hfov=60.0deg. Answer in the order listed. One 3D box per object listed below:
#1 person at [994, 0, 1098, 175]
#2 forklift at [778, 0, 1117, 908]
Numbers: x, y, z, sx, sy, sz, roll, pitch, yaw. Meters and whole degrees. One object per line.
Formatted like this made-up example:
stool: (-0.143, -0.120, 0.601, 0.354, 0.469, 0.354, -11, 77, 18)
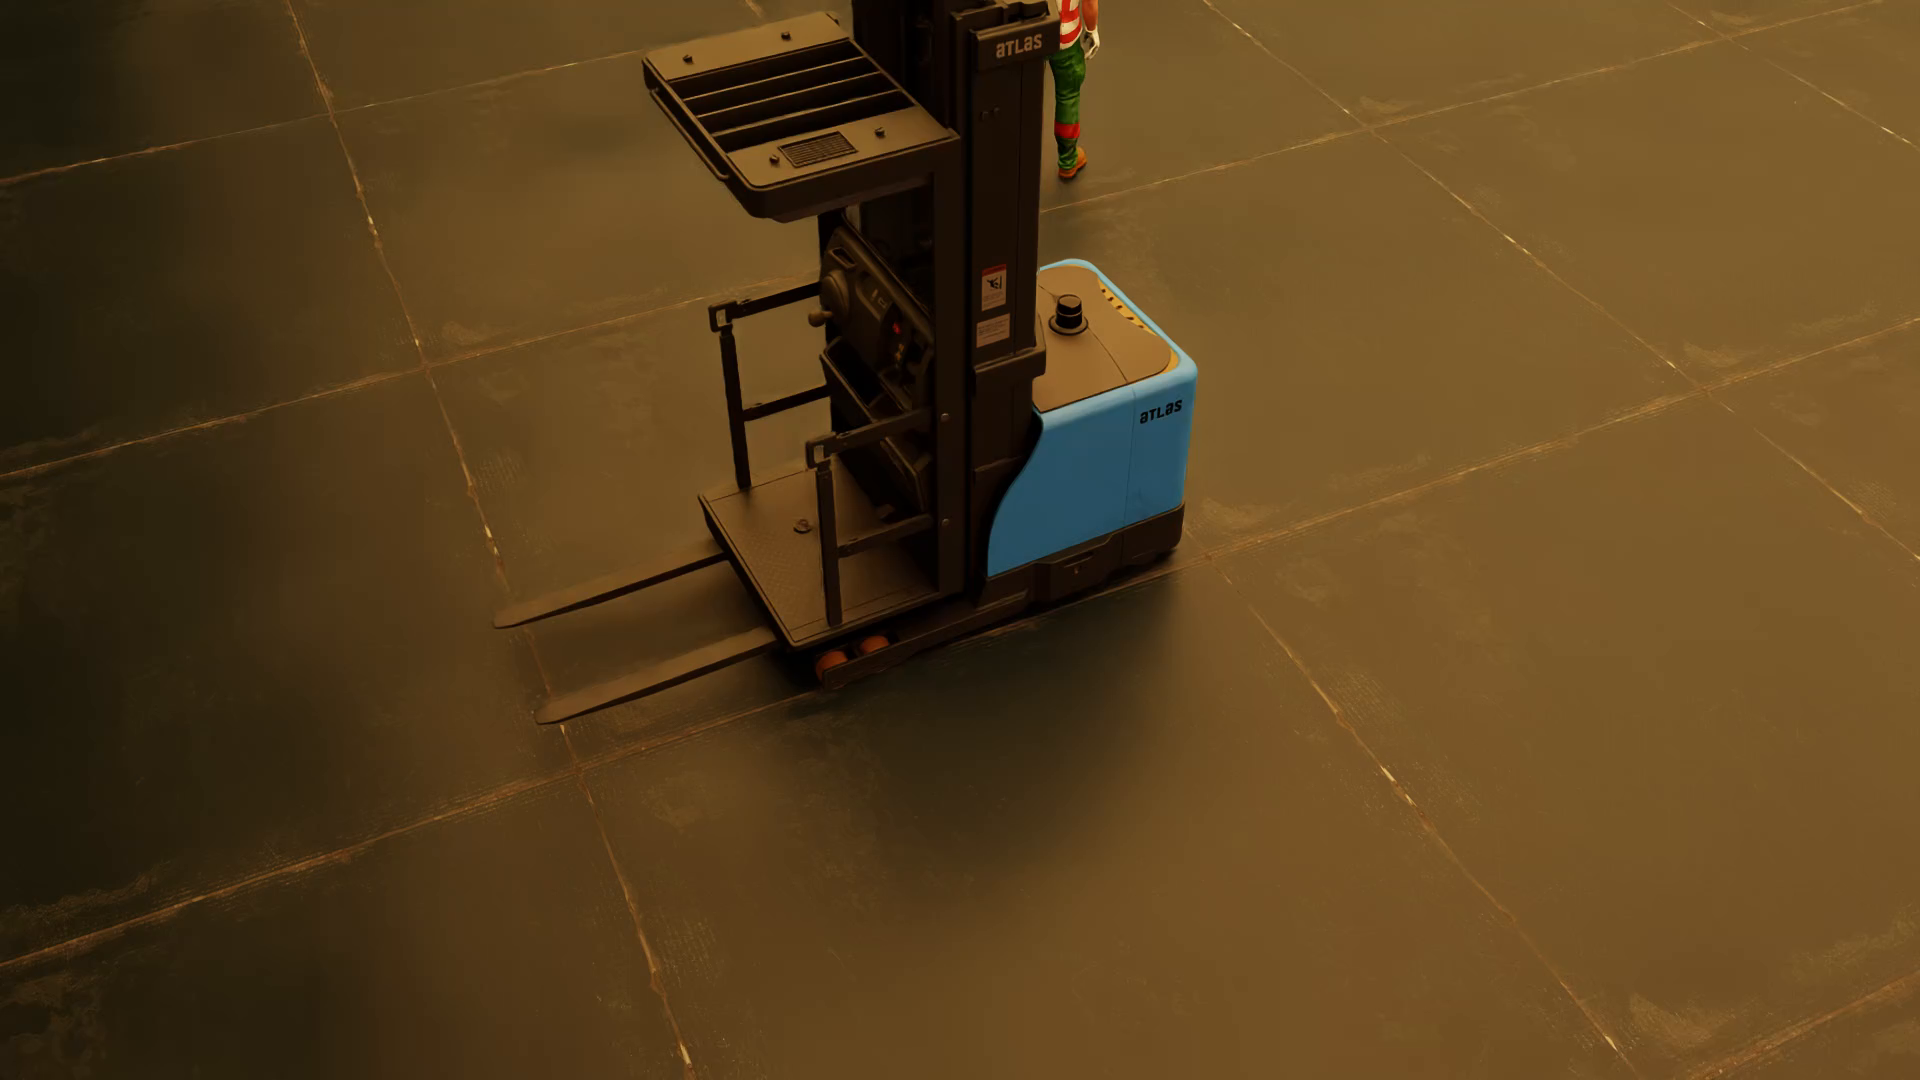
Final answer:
person: (0.503, -2.963, 9.703, 0.609, 1.777, 0.453, 5, 43, 5)
forklift: (-0.013, -0.618, 6.342, 1.130, 2.935, 3.031, 3, 43, 3)
